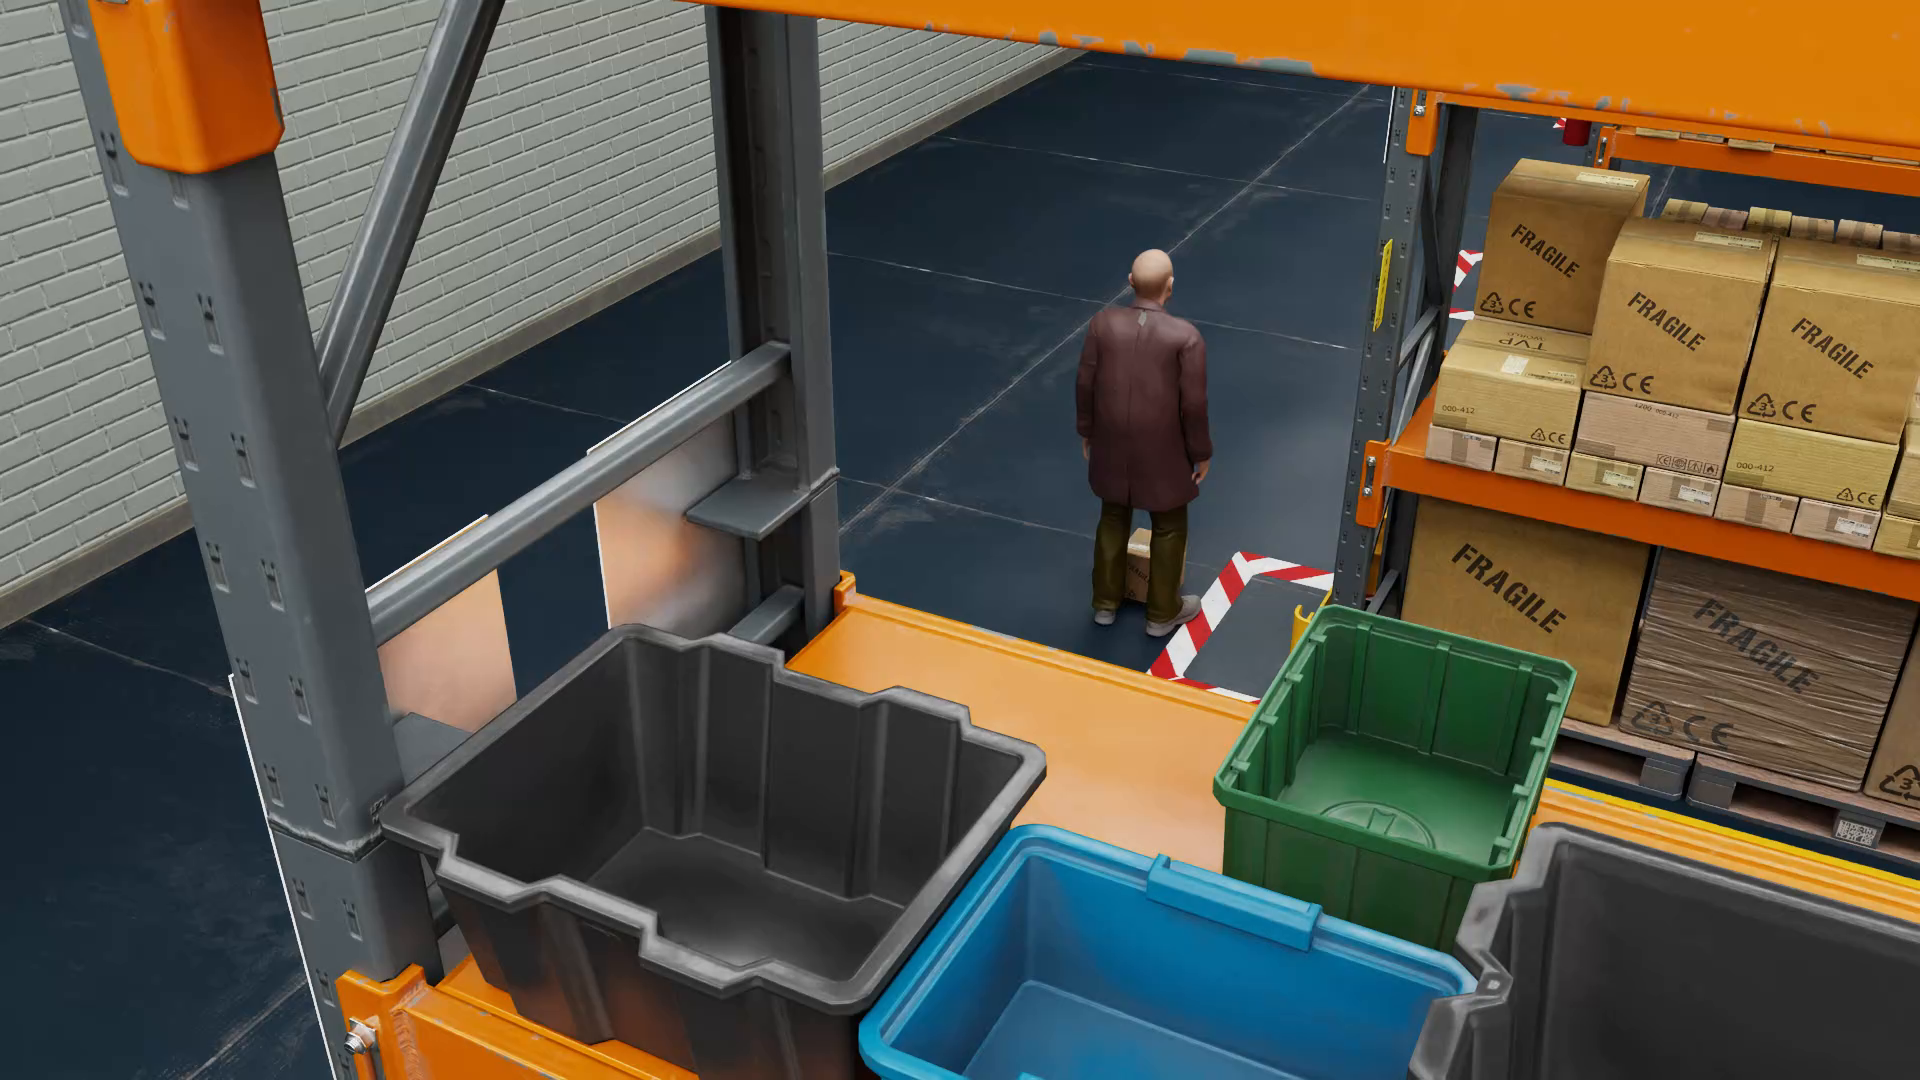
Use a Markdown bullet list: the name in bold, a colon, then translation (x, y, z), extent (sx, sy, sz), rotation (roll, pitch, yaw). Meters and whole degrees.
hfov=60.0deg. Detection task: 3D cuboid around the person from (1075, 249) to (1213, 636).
- **person**: translation (0.813, -0.419, 7.381), extent (0.642, 1.773, 0.428), rotation (14, 33, 24)
